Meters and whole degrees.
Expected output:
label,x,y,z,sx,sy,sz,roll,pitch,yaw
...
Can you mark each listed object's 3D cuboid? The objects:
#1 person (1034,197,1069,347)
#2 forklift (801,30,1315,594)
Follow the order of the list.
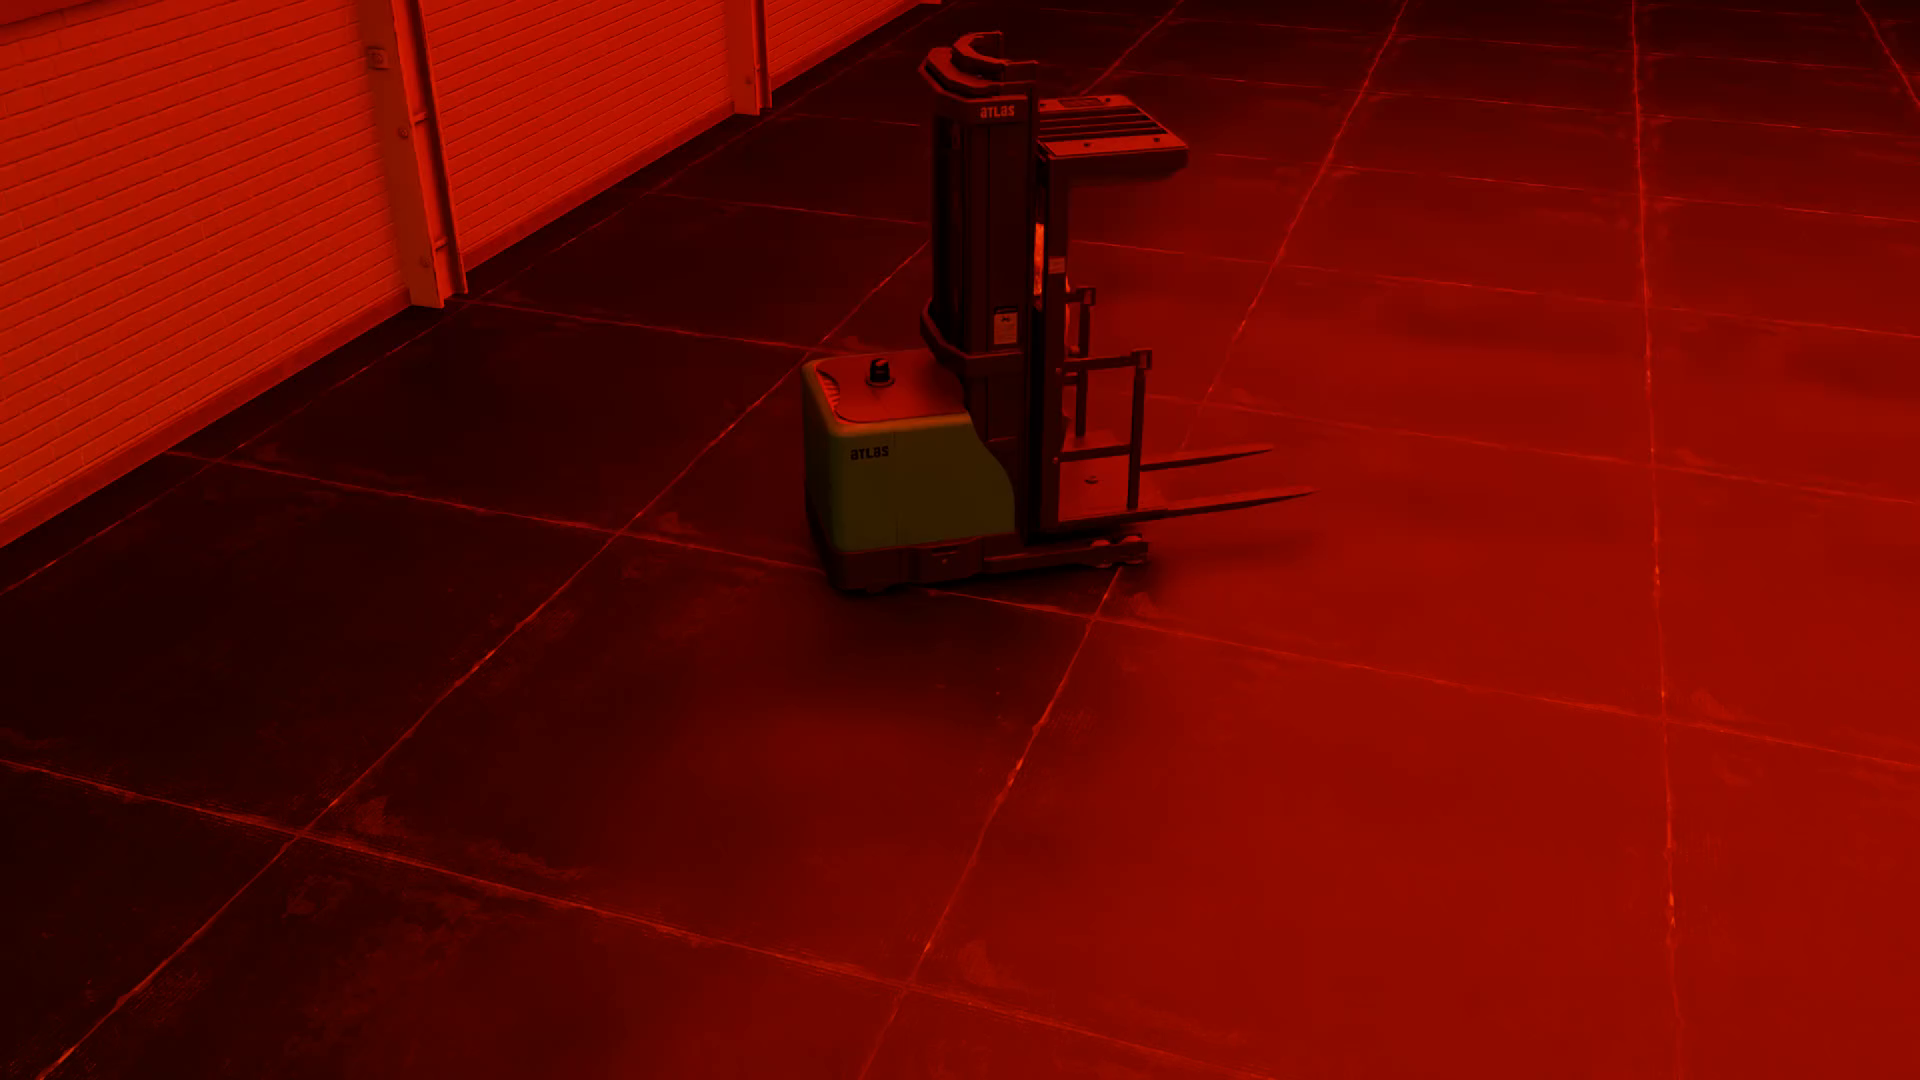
label,x,y,z,sx,sy,sz,roll,pitch,yaw
person,0.499,-1.668,11.630,0.564,1.438,0.844,-8,31,-13
forklift,0.626,-1.352,9.509,3.031,2.935,1.130,-7,30,-12
